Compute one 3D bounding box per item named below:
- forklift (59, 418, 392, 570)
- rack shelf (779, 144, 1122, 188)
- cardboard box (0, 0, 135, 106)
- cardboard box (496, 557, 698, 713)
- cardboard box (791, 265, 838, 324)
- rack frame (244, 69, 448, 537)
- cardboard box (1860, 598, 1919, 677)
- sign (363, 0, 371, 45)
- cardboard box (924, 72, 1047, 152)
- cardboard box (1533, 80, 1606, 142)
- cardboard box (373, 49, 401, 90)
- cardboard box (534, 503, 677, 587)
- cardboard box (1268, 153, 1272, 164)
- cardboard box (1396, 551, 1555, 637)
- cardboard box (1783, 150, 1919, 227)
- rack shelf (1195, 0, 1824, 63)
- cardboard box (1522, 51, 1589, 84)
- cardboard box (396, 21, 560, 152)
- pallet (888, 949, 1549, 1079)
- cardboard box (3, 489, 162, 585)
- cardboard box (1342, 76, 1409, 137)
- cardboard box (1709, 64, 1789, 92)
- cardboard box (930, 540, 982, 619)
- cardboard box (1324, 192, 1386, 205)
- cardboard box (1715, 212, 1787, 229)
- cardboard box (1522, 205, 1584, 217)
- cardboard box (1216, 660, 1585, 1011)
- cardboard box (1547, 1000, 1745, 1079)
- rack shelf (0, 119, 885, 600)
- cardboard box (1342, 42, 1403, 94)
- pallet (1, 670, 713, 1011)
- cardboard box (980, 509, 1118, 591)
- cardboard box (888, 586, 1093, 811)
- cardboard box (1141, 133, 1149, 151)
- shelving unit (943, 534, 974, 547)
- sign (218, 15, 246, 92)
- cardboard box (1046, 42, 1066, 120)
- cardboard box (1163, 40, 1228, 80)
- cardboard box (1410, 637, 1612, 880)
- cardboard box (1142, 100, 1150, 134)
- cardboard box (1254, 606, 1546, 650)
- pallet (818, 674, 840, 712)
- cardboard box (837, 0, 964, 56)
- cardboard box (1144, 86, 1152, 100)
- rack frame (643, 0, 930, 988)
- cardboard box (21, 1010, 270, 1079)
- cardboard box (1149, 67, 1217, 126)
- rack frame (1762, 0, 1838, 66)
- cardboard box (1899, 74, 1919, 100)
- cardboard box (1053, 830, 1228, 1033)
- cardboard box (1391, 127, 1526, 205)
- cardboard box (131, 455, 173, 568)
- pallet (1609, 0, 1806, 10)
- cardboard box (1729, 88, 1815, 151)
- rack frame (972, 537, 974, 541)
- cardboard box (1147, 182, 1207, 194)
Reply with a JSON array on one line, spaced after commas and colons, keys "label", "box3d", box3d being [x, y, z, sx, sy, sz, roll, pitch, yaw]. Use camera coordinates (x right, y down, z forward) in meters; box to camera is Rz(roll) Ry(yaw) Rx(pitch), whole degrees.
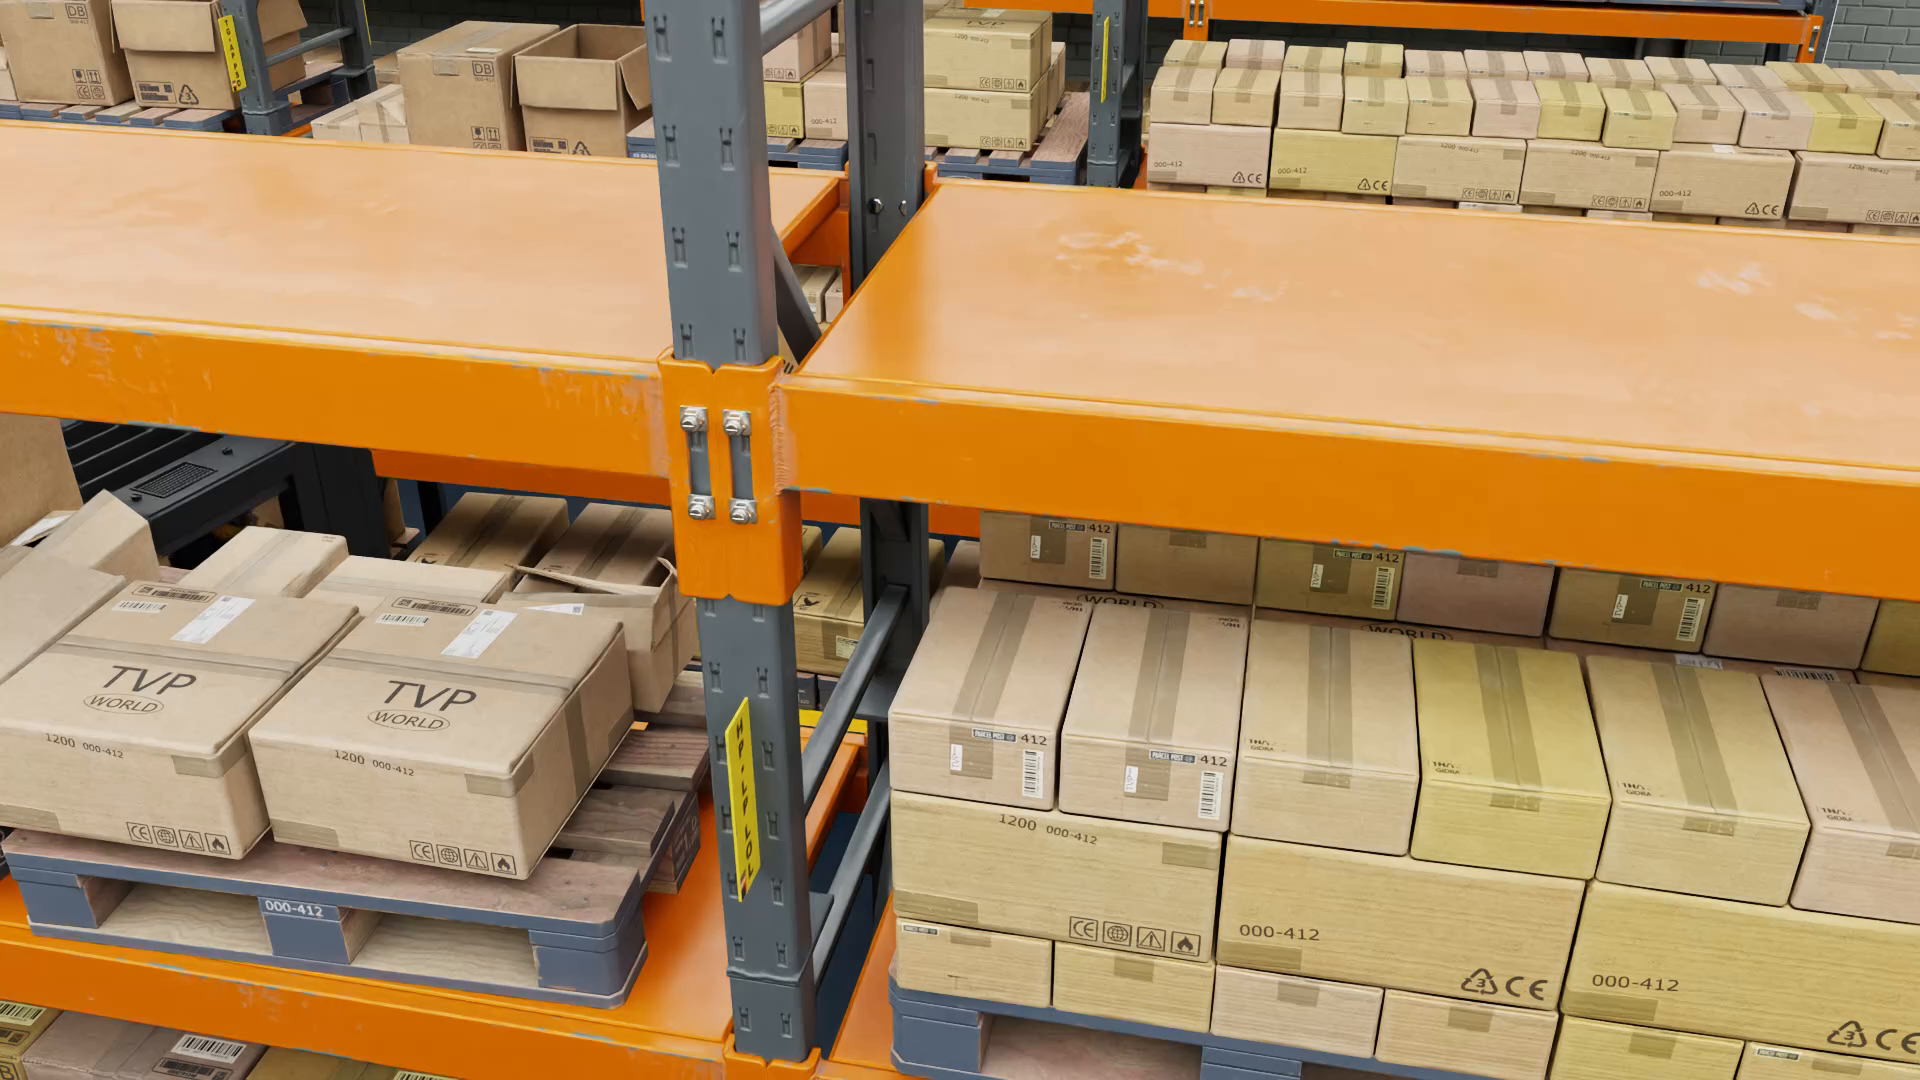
[{"label": "forklift", "box3d": [-2.930, 0.553, 6.350, 1.130, 2.935, 3.031, 13, 31, 22]}, {"label": "rack shelf", "box3d": [-1.250, -1.709, 8.036, 4.000, 0.370, 1.077, 6, 29, 11]}, {"label": "cardboard box", "box3d": [-4.214, -2.463, 8.123, 0.500, 0.500, 0.700, 4, 29, 8]}, {"label": "cardboard box", "box3d": [-0.767, 0.164, 3.464, 0.396, 0.266, 0.258, 5, 29, 10]}, {"label": "cardboard box", "box3d": [-0.742, -1.171, 7.901, 0.250, 0.149, 0.380, 5, 29, 8]}, {"label": "rack frame", "box3d": [-3.206, -0.909, 8.949, 0.127, 3.000, 1.000, 6, 29, 11]}, {"label": "cardboard box", "box3d": [1.681, 0.082, 2.904, 0.250, 0.149, 0.380, 6, 29, 11]}, {"label": "sign", "box3d": [-3.091, -2.706, 8.570, 0.005, 0.325, 0.100, 6, 29, 11]}, {"label": "cardboard box", "box3d": [0.104, -1.933, 7.414, 0.500, 0.250, 0.500, 5, 29, 10]}, {"label": "cardboard box", "box3d": [2.483, -1.762, 6.814, 0.250, 0.149, 0.380, 6, 29, 12]}, {"label": "cardboard box", "box3d": [-4.384, -3.586, 13.297, 0.500, 0.500, 0.700, 6, 29, 10]}, {"label": "cardboard box", "box3d": [-1.932, 0.191, 9.239, 0.625, 0.372, 0.950, 5, 29, 10]}, {"label": "cardboard box", "box3d": [1.307, -1.759, 7.639, 0.250, 0.149, 0.380, 6, 29, 11]}, {"label": "cardboard box", "box3d": [0.932, 0.006, 3.043, 0.250, 0.149, 0.380, 6, 29, 11]}, {"label": "cardboard box", "box3d": [3.572, -1.470, 6.696, 0.500, 0.250, 0.500, 5, 29, 10]}, {"label": "rack shelf", "box3d": [3.695, -3.639, 11.561, 4.000, 0.370, 1.077, 6, 29, 11]}, {"label": "cardboard box", "box3d": [2.598, -2.024, 7.292, 0.250, 0.149, 0.380, 6, 29, 11]}, {"label": "cardboard box", "box3d": [-2.281, -2.169, 8.023, 0.500, 0.500, 0.700, 6, 29, 11]}, {"label": "pallet", "box3d": [0.569, 0.637, 3.094, 1.213, 0.211, 1.003, 6, 29, 11]}, {"label": "cardboard box", "box3d": [-2.015, 0.055, 3.664, 0.258, 0.266, 0.396, 6, 29, 11]}, {"label": "cardboard box", "box3d": [1.714, -1.797, 6.878, 0.250, 0.149, 0.380, 6, 29, 10]}, {"label": "cardboard box", "box3d": [3.339, -1.906, 7.077, 0.250, 0.149, 0.380, 6, 29, 10]}, {"label": "cardboard box", "box3d": [0.192, 0.409, 8.841, 0.625, 0.372, 0.950, 6, 29, 11]}, {"label": "cardboard box", "box3d": [1.706, -1.498, 7.163, 0.250, 0.149, 0.380, 7, 29, 12]}, {"label": "cardboard box", "box3d": [3.220, -1.329, 6.853, 0.250, 0.149, 0.380, 6, 29, 10]}, {"label": "cardboard box", "box3d": [2.470, -1.412, 7.006, 0.250, 0.149, 0.380, 6, 29, 11]}, {"label": "cardboard box", "box3d": [0.685, 0.449, 2.651, 0.500, 0.250, 0.500, 6, 29, 10]}, {"label": "cardboard box", "box3d": [1.052, 0.690, 2.624, 0.250, 0.149, 0.380, 5, 29, 10]}, {"label": "rack shelf", "box3d": [-2.185, -0.514, 3.147, 4.000, 0.370, 1.077, 6, 29, 11]}, {"label": "cardboard box", "box3d": [1.849, -2.112, 7.453, 0.250, 0.149, 0.380, 7, 29, 12]}, {"label": "pallet", "box3d": [-1.136, 0.526, 3.403, 1.217, 0.209, 0.805, 5, 29, 9]}, {"label": "cardboard box", "box3d": [0.195, -0.070, 3.182, 0.250, 0.149, 0.380, 6, 29, 10]}, {"label": "cardboard box", "box3d": [0.056, 0.239, 2.617, 0.250, 0.149, 0.380, 6, 29, 11]}, {"label": "cardboard box", "box3d": [1.205, -2.922, 12.262, 0.500, 0.250, 0.500, 5, 29, 9]}, {"label": "shelving unit", "box3d": [0.014, -0.525, 10.121, 0.189, 1.200, 0.258, 6, 29, 11]}, {"label": "sign", "box3d": [-3.330, -2.227, 7.611, 0.005, 0.325, 0.100, 6, 29, 11]}, {"label": "cardboard box", "box3d": [0.218, -2.189, 7.883, 0.500, 0.250, 0.500, 5, 29, 9]}, {"label": "cardboard box", "box3d": [1.061, -2.134, 7.494, 0.250, 0.149, 0.380, 6, 29, 12]}, {"label": "cardboard box", "box3d": [0.802, 0.315, 2.479, 0.250, 0.149, 0.380, 5, 29, 10]}, {"label": "cardboard box", "box3d": [1.358, -3.098, 12.168, 0.250, 0.149, 0.380, 7, 29, 12]}, {"label": "cardboard box", "box3d": [0.801, 0.198, 3.109, 0.500, 0.250, 0.500, 6, 29, 10]}, {"label": "pallet", "box3d": [-0.056, 0.638, 9.028, 1.213, 0.211, 1.003, 6, 29, 11]}, {"label": "cardboard box", "box3d": [-0.271, -2.454, 7.845, 0.500, 0.250, 0.500, 5, 29, 9]}, {"label": "cardboard box", "box3d": [1.440, -3.304, 12.544, 0.250, 0.149, 0.380, 5, 29, 9]}, {"label": "rack frame", "box3d": [-0.229, -0.805, 2.511, 0.127, 3.000, 1.000, 6, 29, 11]}, {"label": "cardboard box", "box3d": [-1.713, 1.196, 3.959, 0.500, 0.500, 0.700, 6, 29, 11]}, {"label": "cardboard box", "box3d": [0.946, -1.879, 7.028, 0.250, 0.149, 0.380, 5, 29, 10]}, {"label": "rack frame", "box3d": [5.651, -2.439, 11.743, 0.127, 3.000, 1.000, 6, 29, 11]}, {"label": "cardboard box", "box3d": [4.063, -1.812, 6.905, 0.250, 0.149, 0.380, 6, 29, 10]}, {"label": "cardboard box", "box3d": [0.310, 0.614, 2.763, 0.250, 0.149, 0.380, 6, 29, 11]}, {"label": "cardboard box", "box3d": [2.072, -1.612, 6.956, 0.500, 0.250, 0.500, 6, 29, 11]}, {"label": "cardboard box", "box3d": [-4.735, -0.361, 9.724, 0.875, 0.875, 0.875, 6, 29, 11]}, {"label": "pallet", "box3d": [4.965, -3.799, 11.195, 1.213, 0.211, 1.003, 6, 29, 11]}, {"label": "cardboard box", "box3d": [3.253, -1.696, 6.694, 0.250, 0.149, 0.380, 6, 29, 11]}, {"label": "rack frame", "box3d": [0.104, -0.516, 10.105, 0.006, 1.200, 0.240, 6, 29, 11]}, {"label": "cardboard box", "box3d": [0.962, -1.566, 7.286, 0.250, 0.149, 0.380, 5, 29, 10]}]
